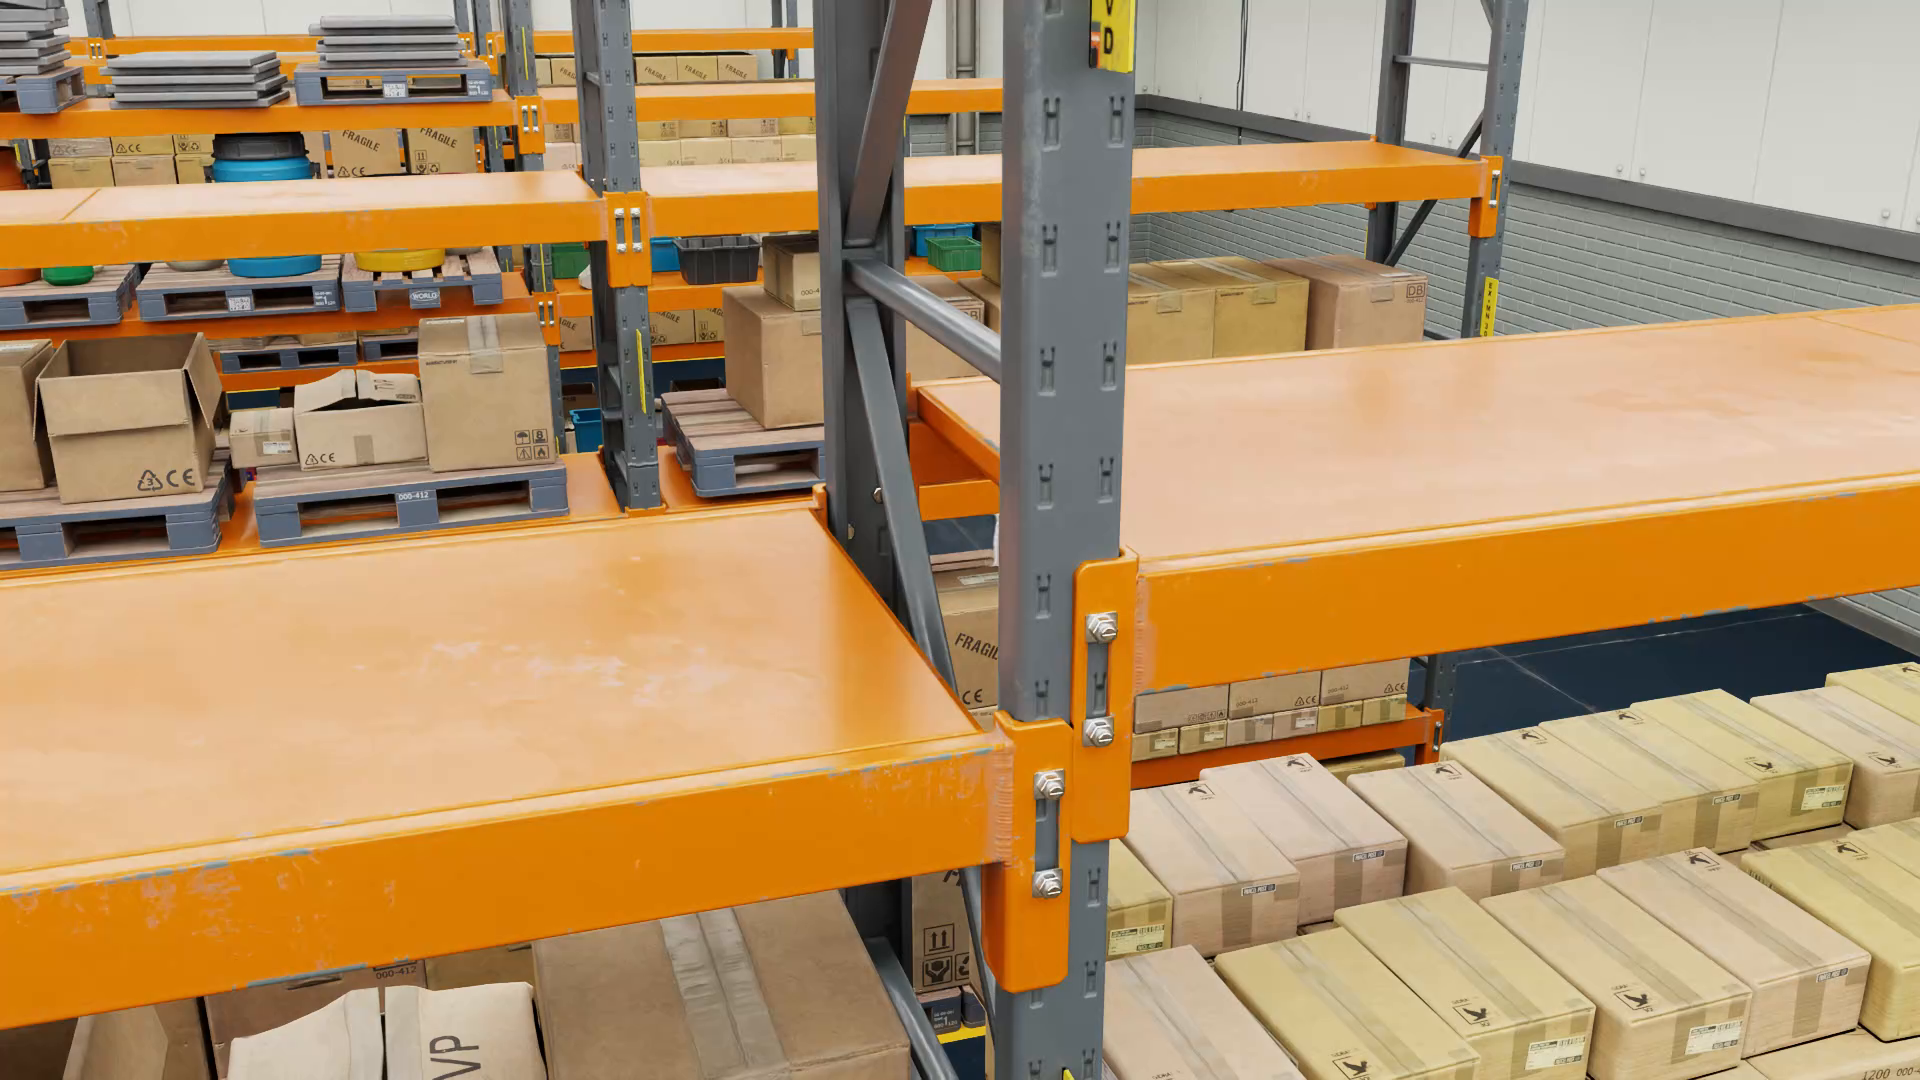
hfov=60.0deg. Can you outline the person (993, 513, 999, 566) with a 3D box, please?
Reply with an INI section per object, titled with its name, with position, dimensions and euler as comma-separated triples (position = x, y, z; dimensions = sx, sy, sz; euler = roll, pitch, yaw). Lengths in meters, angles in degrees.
[person]
position = 0.494, 0.212, 11.940
dimensions = 0.479, 1.685, 0.512
euler = -6, 20, -17
